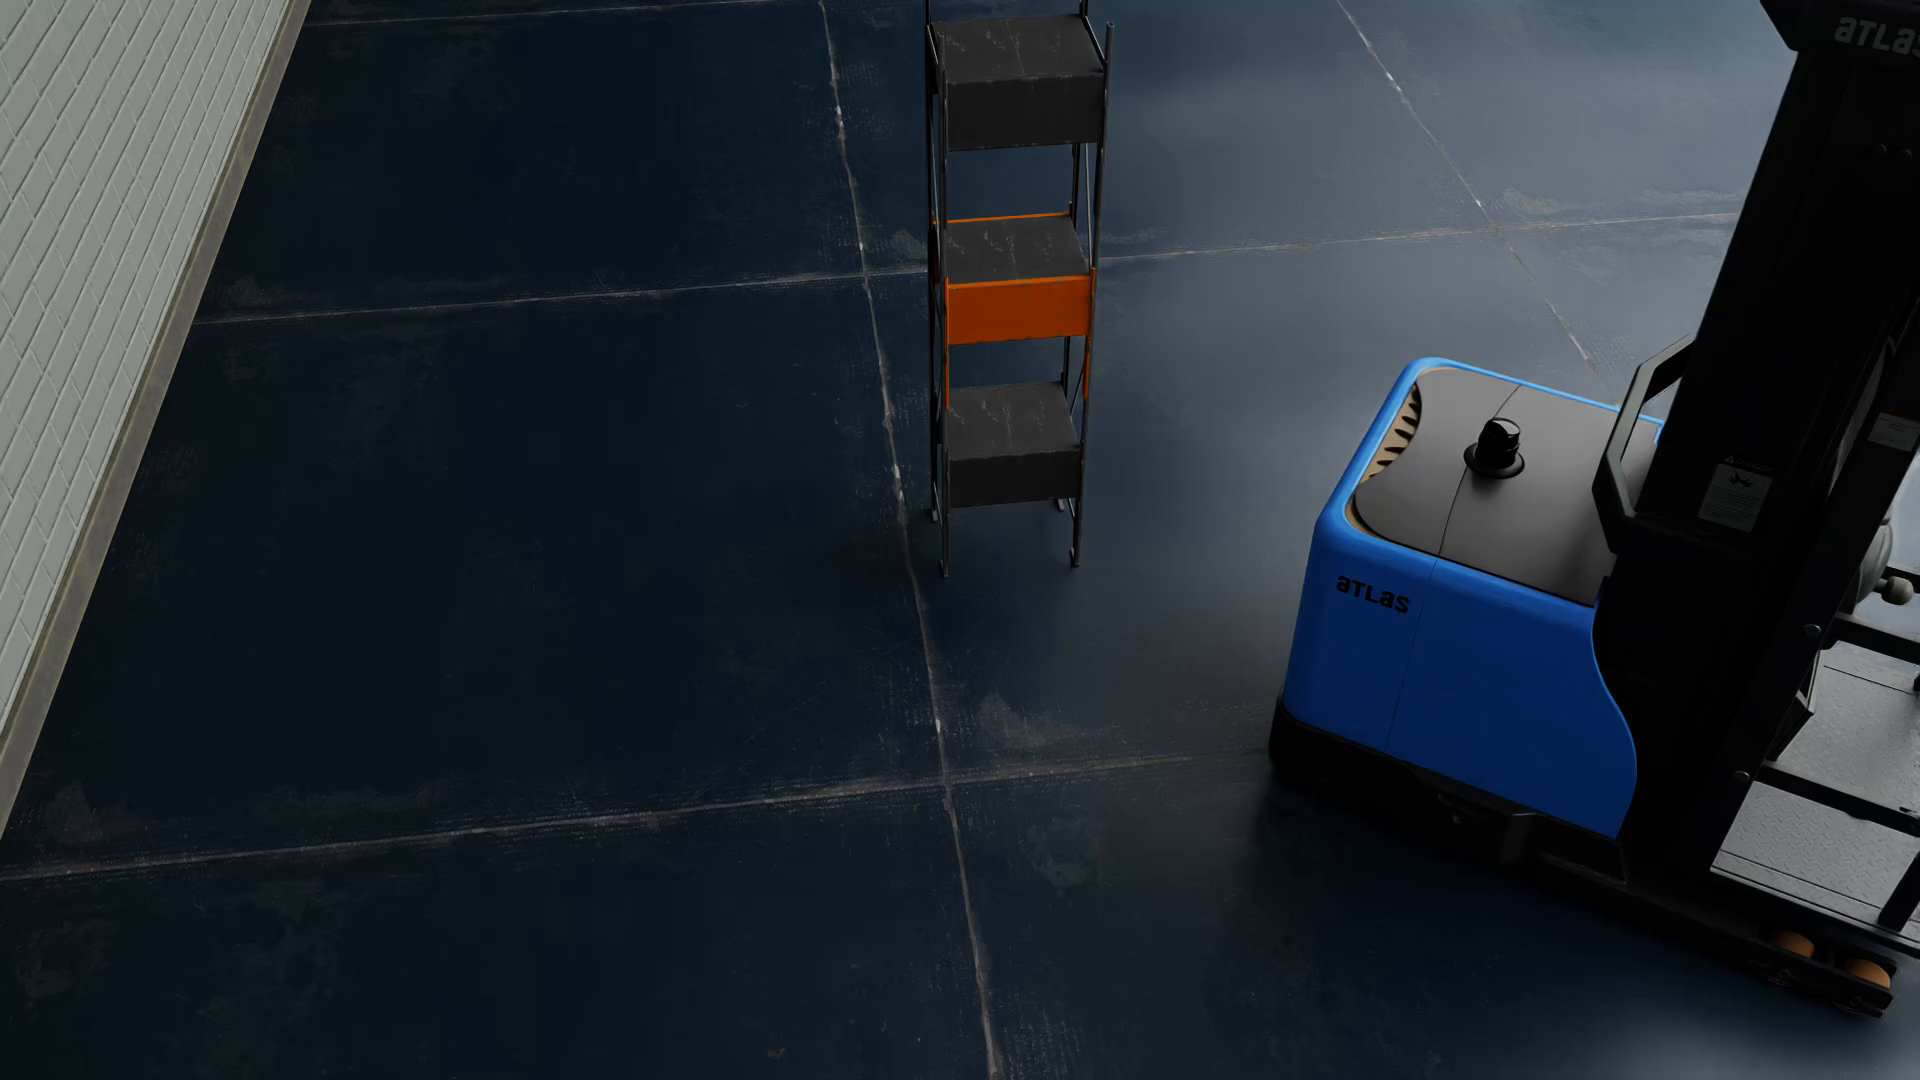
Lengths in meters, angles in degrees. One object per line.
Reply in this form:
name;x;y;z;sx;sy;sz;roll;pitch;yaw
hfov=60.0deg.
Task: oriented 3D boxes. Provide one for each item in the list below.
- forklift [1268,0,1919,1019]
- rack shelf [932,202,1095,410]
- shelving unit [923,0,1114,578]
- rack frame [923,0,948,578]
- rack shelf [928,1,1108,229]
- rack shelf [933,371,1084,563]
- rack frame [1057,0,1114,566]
forklift;2.542;-0.146;4.224;3.031;2.935;1.130;20;46;21
rack shelf;0.164;-0.784;5.572;0.480;0.518;0.431;-5;42;-6
shelving unit;0.164;-0.794;5.563;0.503;2.100;0.431;-5;42;-6
rack frame;-0.078;-0.773;5.539;0.015;2.100;0.400;-5;42;-6
rack shelf;0.164;-1.304;5.103;0.480;0.518;0.431;-5;42;-6
rack shelf;0.164;-0.264;6.041;0.480;0.518;0.431;-5;42;-6
rack frame;0.406;-0.815;5.586;0.015;2.100;0.400;-5;42;-6
